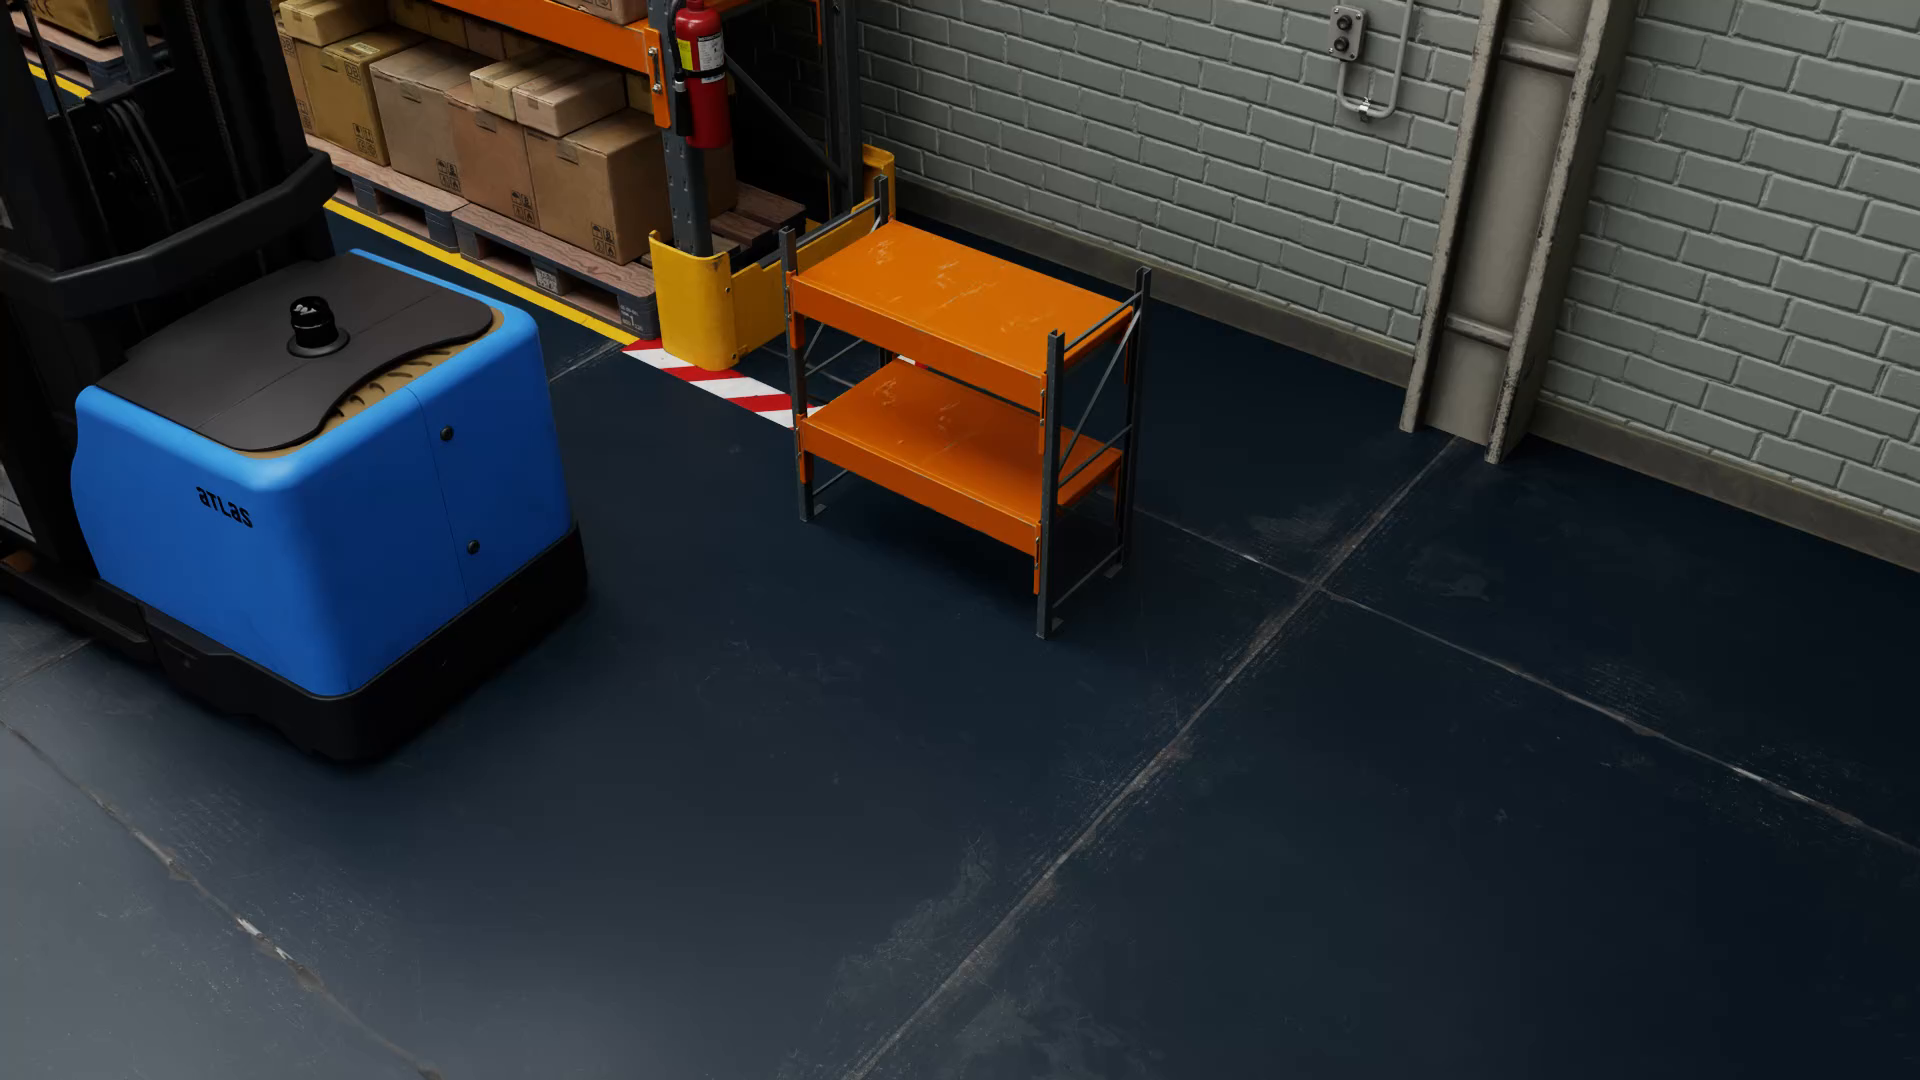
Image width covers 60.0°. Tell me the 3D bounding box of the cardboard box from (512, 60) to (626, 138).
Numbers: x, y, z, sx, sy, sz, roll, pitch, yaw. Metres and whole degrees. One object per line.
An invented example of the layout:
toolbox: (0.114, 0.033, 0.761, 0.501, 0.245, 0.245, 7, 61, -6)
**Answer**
cardboard box: (-1.590, -1.801, 6.778, 0.250, 0.149, 0.380, 25, 44, 28)

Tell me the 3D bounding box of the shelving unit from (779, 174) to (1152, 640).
shelving unit: (0.005, -0.440, 5.400, 1.048, 1.125, 0.538, 25, 45, 29)

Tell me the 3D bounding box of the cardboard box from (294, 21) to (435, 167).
cardboard box: (-2.602, -2.158, 7.760, 0.500, 0.500, 0.700, 26, 45, 30)

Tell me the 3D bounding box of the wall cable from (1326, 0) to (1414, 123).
wall cable: (0.831, -2.576, 5.783, 1.851, 1.984, 0.084, 25, 45, 29)

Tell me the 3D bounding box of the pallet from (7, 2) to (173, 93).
pallet: (-4.596, -2.844, 9.212, 1.213, 0.211, 1.003, 25, 45, 29)

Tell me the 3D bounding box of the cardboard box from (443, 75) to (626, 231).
cardboard box: (-1.775, -1.774, 7.270, 0.500, 0.500, 0.700, 25, 45, 28)

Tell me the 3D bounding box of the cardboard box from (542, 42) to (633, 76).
cardboard box: (-1.559, -2.082, 7.137, 0.250, 0.149, 0.380, 25, 45, 29)

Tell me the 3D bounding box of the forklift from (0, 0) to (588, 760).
forklift: (-2.741, -1.207, 4.914, 3.031, 2.935, 1.130, 21, 43, 25)

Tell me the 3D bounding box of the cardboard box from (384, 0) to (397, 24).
cardboard box: (-2.571, -2.558, 7.745, 0.250, 0.149, 0.380, 26, 45, 29)

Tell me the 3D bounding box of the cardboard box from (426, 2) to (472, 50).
cardboard box: (-2.164, -2.367, 7.501, 0.250, 0.149, 0.380, 26, 45, 29)

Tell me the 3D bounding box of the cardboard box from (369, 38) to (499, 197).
cardboard box: (-2.175, -1.962, 7.510, 0.500, 0.500, 0.700, 24, 44, 27)

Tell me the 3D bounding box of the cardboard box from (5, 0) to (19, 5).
cardboard box: (-5.241, -3.521, 9.217, 0.750, 0.750, 0.750, 27, 45, 30)

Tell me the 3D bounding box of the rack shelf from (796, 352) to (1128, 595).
rack shelf: (0.005, -0.248, 5.551, 1.000, 0.278, 0.538, 25, 45, 29)

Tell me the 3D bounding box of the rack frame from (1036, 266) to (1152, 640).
rack frame: (0.409, -0.250, 5.157, 0.032, 1.125, 0.500, 25, 45, 29)

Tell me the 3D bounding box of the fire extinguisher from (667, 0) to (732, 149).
fire extinguisher: (-0.921, -1.733, 5.895, 0.183, 0.674, 0.296, 25, 45, 29)

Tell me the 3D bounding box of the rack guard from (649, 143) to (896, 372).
rack guard: (-0.741, -1.199, 6.876, 0.348, 0.500, 1.175, 25, 45, 29)

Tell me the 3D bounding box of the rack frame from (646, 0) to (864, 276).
rack frame: (-0.760, -2.192, 6.117, 0.127, 3.000, 1.000, 25, 45, 29)

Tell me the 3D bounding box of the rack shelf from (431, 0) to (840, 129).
rack shelf: (-2.349, -2.658, 7.295, 4.000, 0.370, 1.077, 25, 45, 29)

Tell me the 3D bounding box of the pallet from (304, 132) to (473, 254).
pallet: (-2.408, -1.813, 7.894, 1.213, 0.211, 1.003, 25, 45, 29)

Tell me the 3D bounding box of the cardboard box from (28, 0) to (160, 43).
cardboard box: (-4.533, -3.189, 8.793, 0.750, 0.750, 0.750, 26, 45, 29)

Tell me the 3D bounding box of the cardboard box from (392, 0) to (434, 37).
cardboard box: (-2.365, -2.462, 7.622, 0.250, 0.149, 0.380, 24, 44, 28)

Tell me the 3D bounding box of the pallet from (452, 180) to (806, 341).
pallet: (-1.443, -1.355, 7.310, 1.213, 0.211, 1.003, 25, 45, 29)

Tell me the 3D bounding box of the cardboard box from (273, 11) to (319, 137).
cardboard box: (-3.009, -2.351, 8.007, 0.500, 0.500, 0.700, 25, 44, 28)

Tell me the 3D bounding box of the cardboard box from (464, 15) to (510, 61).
cardboard box: (-1.960, -2.271, 7.379, 0.250, 0.149, 0.380, 26, 45, 29)

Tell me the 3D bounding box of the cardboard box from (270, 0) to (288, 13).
cardboard box: (-3.245, -2.579, 7.772, 0.250, 0.149, 0.380, 27, 45, 30)

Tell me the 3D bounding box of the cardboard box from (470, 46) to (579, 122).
cardboard box: (-1.793, -1.896, 6.900, 0.250, 0.149, 0.380, 26, 45, 30)

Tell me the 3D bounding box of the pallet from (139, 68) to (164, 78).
pallet: (-3.381, -2.269, 8.477, 1.213, 0.211, 1.003, 25, 45, 29)

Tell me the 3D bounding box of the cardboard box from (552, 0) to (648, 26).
cardboard box: (-1.172, -2.497, 6.262, 0.700, 0.700, 0.980, 27, 46, 30)

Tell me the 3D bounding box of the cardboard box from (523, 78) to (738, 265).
cardboard box: (-1.377, -1.587, 7.030, 0.500, 0.500, 0.700, 25, 45, 29)

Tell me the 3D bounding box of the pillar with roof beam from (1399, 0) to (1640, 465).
pillar with roof beam: (-0.706, -1.859, 0.825, 0.400, 9.000, 9.100, 25, 45, 29)

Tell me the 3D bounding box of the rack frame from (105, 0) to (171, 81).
rack frame: (-3.938, -3.690, 8.030, 0.127, 3.000, 1.000, 25, 45, 29)

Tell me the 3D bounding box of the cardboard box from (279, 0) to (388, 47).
cardboard box: (-2.830, -2.384, 7.522, 0.250, 0.149, 0.380, 24, 44, 27)

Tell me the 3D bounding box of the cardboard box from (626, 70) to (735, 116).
cardboard box: (-1.156, -1.893, 6.896, 0.250, 0.149, 0.380, 26, 45, 29)

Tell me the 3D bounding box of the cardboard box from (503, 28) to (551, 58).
cardboard box: (-1.758, -2.176, 7.257, 0.250, 0.149, 0.380, 26, 45, 29)

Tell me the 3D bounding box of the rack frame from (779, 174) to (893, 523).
rack frame: (-0.398, -0.631, 5.643, 0.032, 1.125, 0.500, 25, 45, 29)

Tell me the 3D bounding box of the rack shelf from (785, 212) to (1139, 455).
rack shelf: (0.005, -0.671, 5.220, 1.000, 0.278, 0.538, 25, 45, 29)
